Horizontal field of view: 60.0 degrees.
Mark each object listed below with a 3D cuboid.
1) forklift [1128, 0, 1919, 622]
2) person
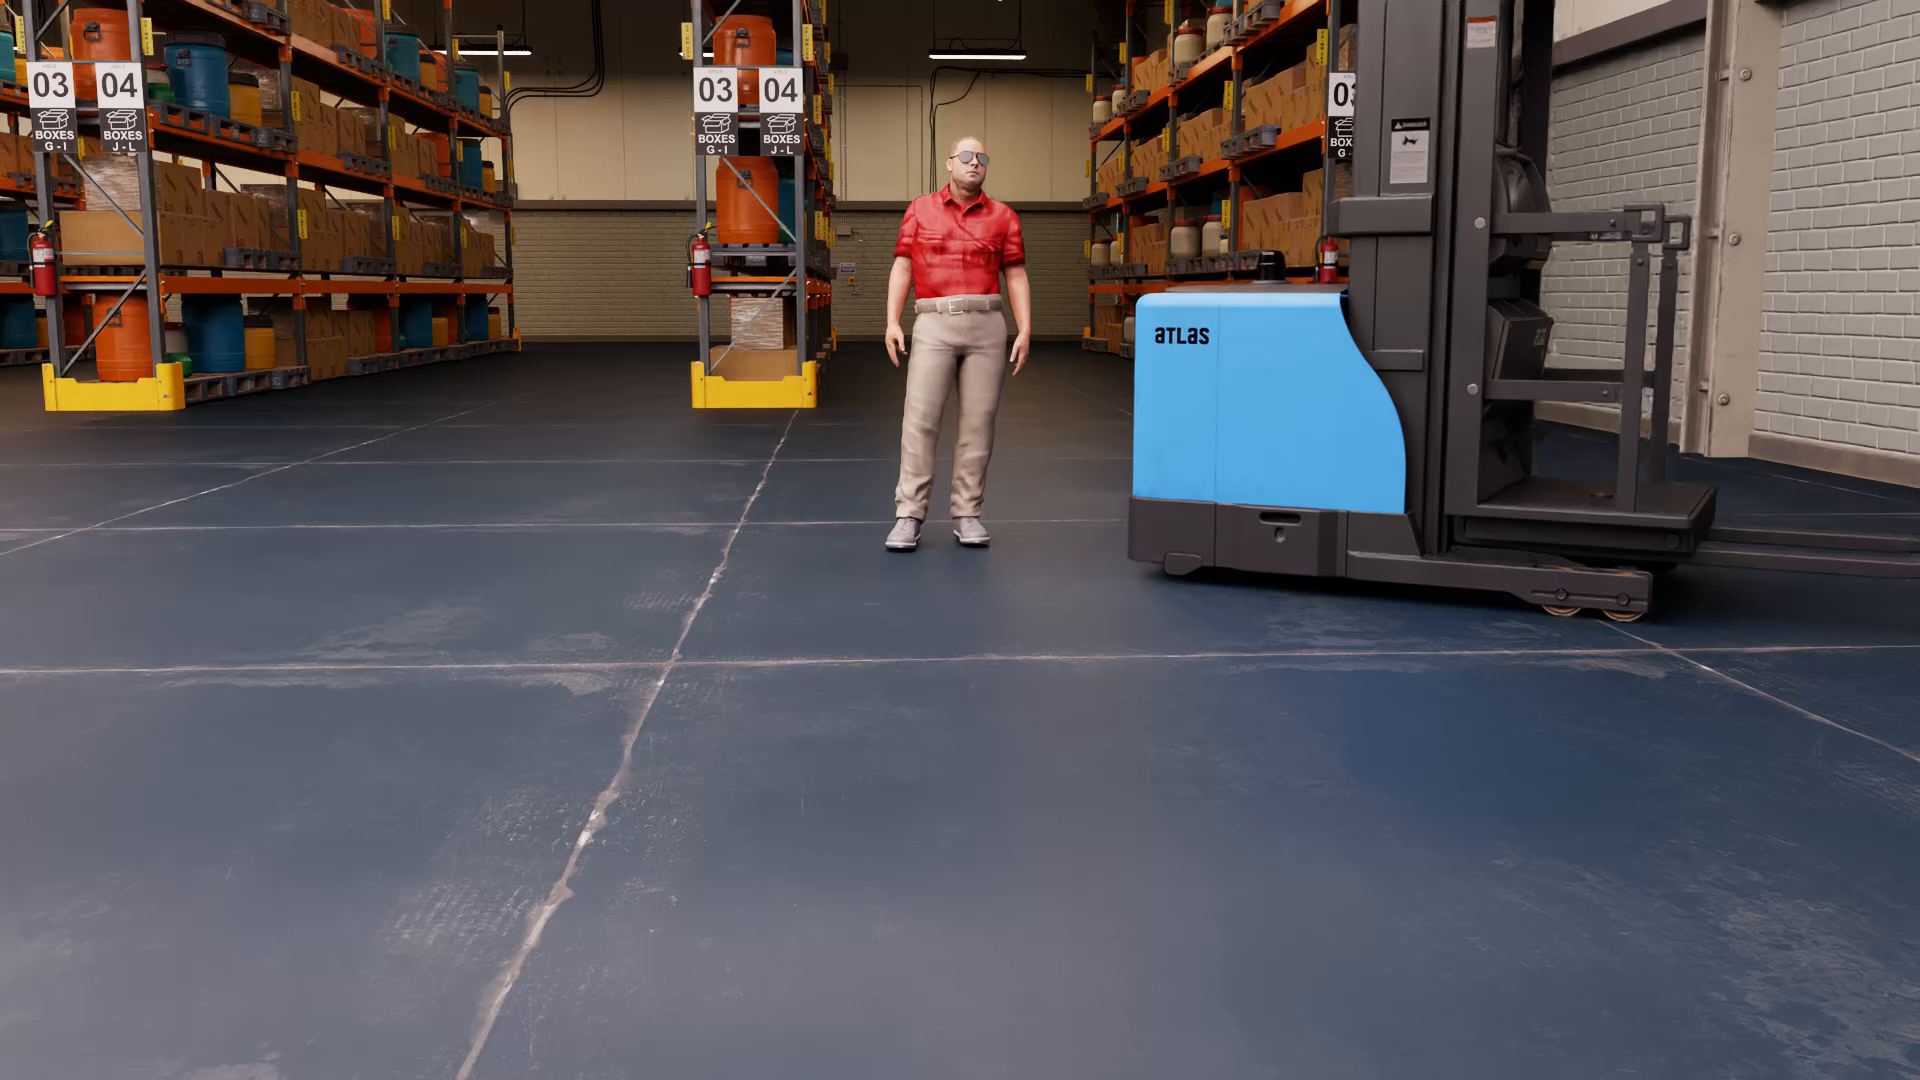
[{"bbox_3d":[2.189,-1.268,5.868,3.031,2.935,1.130,4,10,28],"label":"forklift"},{"bbox_3d":[-0.006,-0.850,7.092,0.641,1.727,0.550,-1,8,-4],"label":"person"}]
